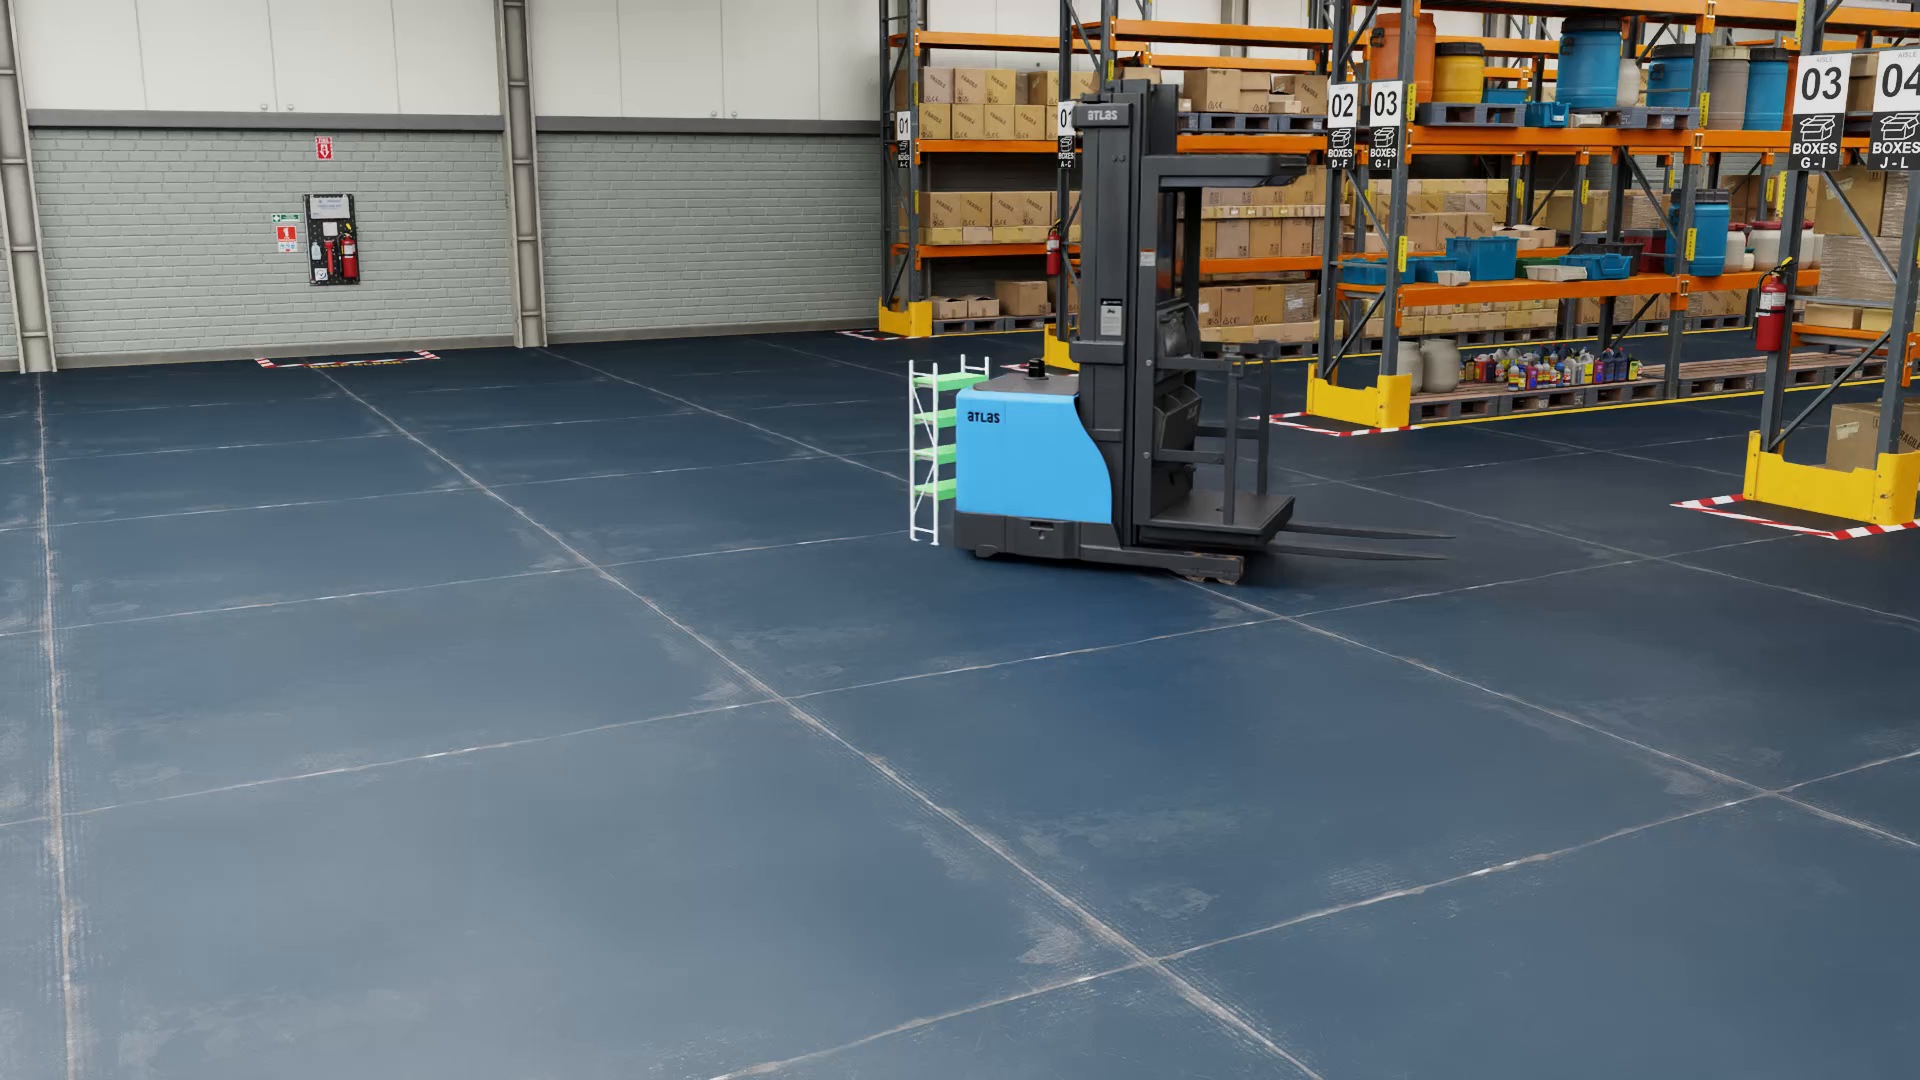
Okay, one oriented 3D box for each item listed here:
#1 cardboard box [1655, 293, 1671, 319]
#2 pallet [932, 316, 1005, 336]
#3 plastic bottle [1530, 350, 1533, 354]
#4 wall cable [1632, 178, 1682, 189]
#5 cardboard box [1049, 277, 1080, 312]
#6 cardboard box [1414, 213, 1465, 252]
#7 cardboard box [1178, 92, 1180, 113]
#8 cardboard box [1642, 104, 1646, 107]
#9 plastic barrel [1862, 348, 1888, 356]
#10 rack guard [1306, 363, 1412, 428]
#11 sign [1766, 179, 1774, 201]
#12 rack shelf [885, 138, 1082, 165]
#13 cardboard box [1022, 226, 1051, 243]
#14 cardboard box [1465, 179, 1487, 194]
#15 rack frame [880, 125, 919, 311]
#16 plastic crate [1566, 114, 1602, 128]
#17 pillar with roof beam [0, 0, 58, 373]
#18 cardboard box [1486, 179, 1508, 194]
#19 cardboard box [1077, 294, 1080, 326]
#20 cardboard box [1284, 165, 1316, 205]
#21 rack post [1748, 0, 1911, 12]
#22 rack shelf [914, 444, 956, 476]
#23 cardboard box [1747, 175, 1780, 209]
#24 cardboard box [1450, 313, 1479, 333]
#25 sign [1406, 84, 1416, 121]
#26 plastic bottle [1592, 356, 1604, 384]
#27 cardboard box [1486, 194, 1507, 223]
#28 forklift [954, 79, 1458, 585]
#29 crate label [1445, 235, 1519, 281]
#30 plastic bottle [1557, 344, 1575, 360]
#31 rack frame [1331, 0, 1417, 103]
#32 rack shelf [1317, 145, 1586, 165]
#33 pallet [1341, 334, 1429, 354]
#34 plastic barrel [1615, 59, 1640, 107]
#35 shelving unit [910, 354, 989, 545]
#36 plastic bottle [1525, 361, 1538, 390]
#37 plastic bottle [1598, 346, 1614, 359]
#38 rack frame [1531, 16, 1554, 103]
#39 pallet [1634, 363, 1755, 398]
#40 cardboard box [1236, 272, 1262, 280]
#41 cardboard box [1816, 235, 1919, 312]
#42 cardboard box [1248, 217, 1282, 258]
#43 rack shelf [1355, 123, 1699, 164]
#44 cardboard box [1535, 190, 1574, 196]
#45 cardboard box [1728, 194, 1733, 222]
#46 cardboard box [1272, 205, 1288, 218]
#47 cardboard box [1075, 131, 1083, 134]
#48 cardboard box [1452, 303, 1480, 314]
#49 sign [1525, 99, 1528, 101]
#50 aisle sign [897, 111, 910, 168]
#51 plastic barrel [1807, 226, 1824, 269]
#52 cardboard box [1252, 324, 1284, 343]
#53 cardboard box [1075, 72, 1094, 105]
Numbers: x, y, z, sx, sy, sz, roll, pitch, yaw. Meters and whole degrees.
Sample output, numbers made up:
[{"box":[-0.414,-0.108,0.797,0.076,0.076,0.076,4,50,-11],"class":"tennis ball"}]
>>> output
[{"box":[10.403,-3.583,24.890,0.500,0.500,0.500,-7,15,-30],"class":"cardboard box"},{"box":[-0.091,-3.270,25.160,1.213,0.211,1.003,-7,14,-28],"class":"pallet"},{"box":[6.133,-1.911,17.953,0.133,0.283,0.061,-6,14,-25],"class":"plastic bottle"},{"box":[13.827,-7.040,33.245,1.851,1.984,0.084,-7,14,-28],"class":"wall cable"},{"box":[1.732,-3.843,26.045,0.500,0.500,0.500,-8,15,-32],"class":"cardboard box"},{"box":[6.584,-4.245,22.912,0.500,0.500,0.500,-7,14,-28],"class":"cardboard box"},{"box":[2.374,-5.425,20.618,0.500,0.250,0.500,-7,14,-28],"class":"cardboard box"},{"box":[9.782,-6.104,24.342,0.500,0.500,0.910,-7,14,-28],"class":"cardboard box"},{"box":[11.303,-2.677,20.160,0.708,0.830,0.600,-7,14,-28],"class":"plastic barrel"},{"box":[3.904,-1.432,16.335,0.348,0.500,1.175,-7,14,-28],"class":"rack guard"},{"box":[12.291,-5.310,25.237,0.005,0.325,0.100,-7,14,-28],"class":"sign"},{"box":[0.868,-5.867,25.153,4.000,0.370,1.077,-7,14,-28],"class":"rack shelf"},{"box":[1.037,-4.633,25.161,0.500,0.250,0.500,-7,14,-27],"class":"cardboard box"},{"box":[8.905,-6.226,29.282,0.500,0.250,0.500,-6,14,-27],"class":"cardboard box"},{"box":[-0.887,-4.544,24.468,0.127,3.000,1.000,-7,14,-28],"class":"rack frame"},{"box":[6.155,-4.144,16.458,0.396,0.136,0.243,-7,14,-28],"class":"plastic crate"},{"box":[-9.157,-5.619,15.582,0.400,9.000,9.100,-7,14,-28],"class":"pillar with roof beam"},{"box":[9.358,-6.277,29.512,0.500,0.250,0.500,-6,14,-26],"class":"cardboard box"},{"box":[1.818,-2.933,20.907,0.500,0.500,0.500,-7,14,-28],"class":"cardboard box"},{"box":[4.171,-4.591,21.494,0.500,0.500,0.700,-7,14,-28],"class":"cardboard box"},{"box":[9.058,-6.304,18.168,3.121,1.000,1.013,-7,14,-28],"class":"rack post"},{"box":[-0.069,-0.546,11.093,0.258,0.148,0.480,12,17,43],"class":"rack shelf"},{"box":[12.571,-5.384,25.696,0.500,0.500,0.500,-6,14,-26],"class":"cardboard box"},{"box":[6.823,-3.031,23.049,0.500,0.250,0.500,-7,14,-27],"class":"cardboard box"},{"box":[4.119,-3.996,15.181,0.005,0.325,0.100,-7,14,-28],"class":"sign"},{"box":[6.652,-1.776,17.355,0.133,0.283,0.061,-6,14,-24],"class":"plastic bottle"},{"box":[9.361,-5.913,29.600,0.500,0.500,0.500,-7,15,-29],"class":"cardboard box"},{"box":[1.529,-1.296,10.191,3.031,2.935,1.130,5,14,21],"class":"forklift"},{"box":[5.346,-2.898,17.073,0.616,0.435,0.502,-7,14,-28],"class":"crate label"},{"box":[6.532,-1.945,17.952,0.185,0.351,0.144,-7,14,-28],"class":"plastic bottle"},{"box":[3.860,-5.562,15.326,0.127,3.000,1.000,-7,14,-28],"class":"rack frame"},{"box":[6.756,-5.333,22.783,4.000,0.370,1.077,-7,14,-28],"class":"rack shelf"},{"box":[5.628,-2.735,22.782,1.213,0.211,1.003,-7,14,-28],"class":"pallet"},{"box":[6.899,-4.771,17.434,0.421,0.512,0.421,0,13,0],"class":"plastic barrel"},{"box":[-0.069,-0.608,11.079,0.258,1.200,0.503,12,17,43],"class":"shelving unit"},{"box":[5.808,-1.675,16.906,0.133,0.283,0.061,-7,14,-27],"class":"plastic bottle"},{"box":[6.874,-1.882,17.673,0.185,0.351,0.144,-7,14,-28],"class":"plastic bottle"},{"box":[8.511,-7.358,23.309,0.127,3.000,1.000,-7,14,-28],"class":"rack frame"},{"box":[8.041,-1.785,18.561,1.213,0.211,1.003,-7,14,-28],"class":"pallet"},{"box":[4.597,-4.205,27.655,0.500,0.500,0.700,-7,14,-28],"class":"cardboard box"},{"box":[6.729,-1.927,11.933,0.500,0.500,0.875,-7,14,-28],"class":"cardboard box"},{"box":[3.712,-3.903,21.391,0.500,0.500,0.700,-7,14,-27],"class":"cardboard box"},{"box":[5.615,-3.958,16.669,4.000,0.370,1.077,-7,14,-28],"class":"rack shelf"},{"box":[10.773,-6.082,30.621,0.700,0.700,0.980,-7,15,-29],"class":"cardboard box"},{"box":[11.499,-5.099,25.751,0.700,0.500,0.500,11,17,41],"class":"cardboard box"},{"box":[3.970,-4.199,21.231,0.250,0.149,0.380,-7,14,-28],"class":"cardboard box"},{"box":[1.849,-6.335,25.322,0.500,0.500,0.500,-8,15,-33],"class":"cardboard box"},{"box":[6.831,-3.305,22.992,0.500,0.311,0.500,-6,14,-26],"class":"cardboard box"},{"box":[9.914,-7.572,29.197,0.005,0.325,0.100,-7,14,-28],"class":"sign"},{"box":[-0.807,-5.747,23.892,0.004,0.787,0.394,-7,14,-28],"class":"aisle sign"},{"box":[9.711,-3.337,18.851,0.421,0.512,0.421,0,13,0],"class":"plastic barrel"},{"box":[3.823,-2.677,21.478,0.500,0.250,0.500,-7,14,-28],"class":"cardboard box"},{"box":[1.835,-6.810,25.153,0.500,0.500,0.500,-6,14,-25],"class":"cardboard box"}]
